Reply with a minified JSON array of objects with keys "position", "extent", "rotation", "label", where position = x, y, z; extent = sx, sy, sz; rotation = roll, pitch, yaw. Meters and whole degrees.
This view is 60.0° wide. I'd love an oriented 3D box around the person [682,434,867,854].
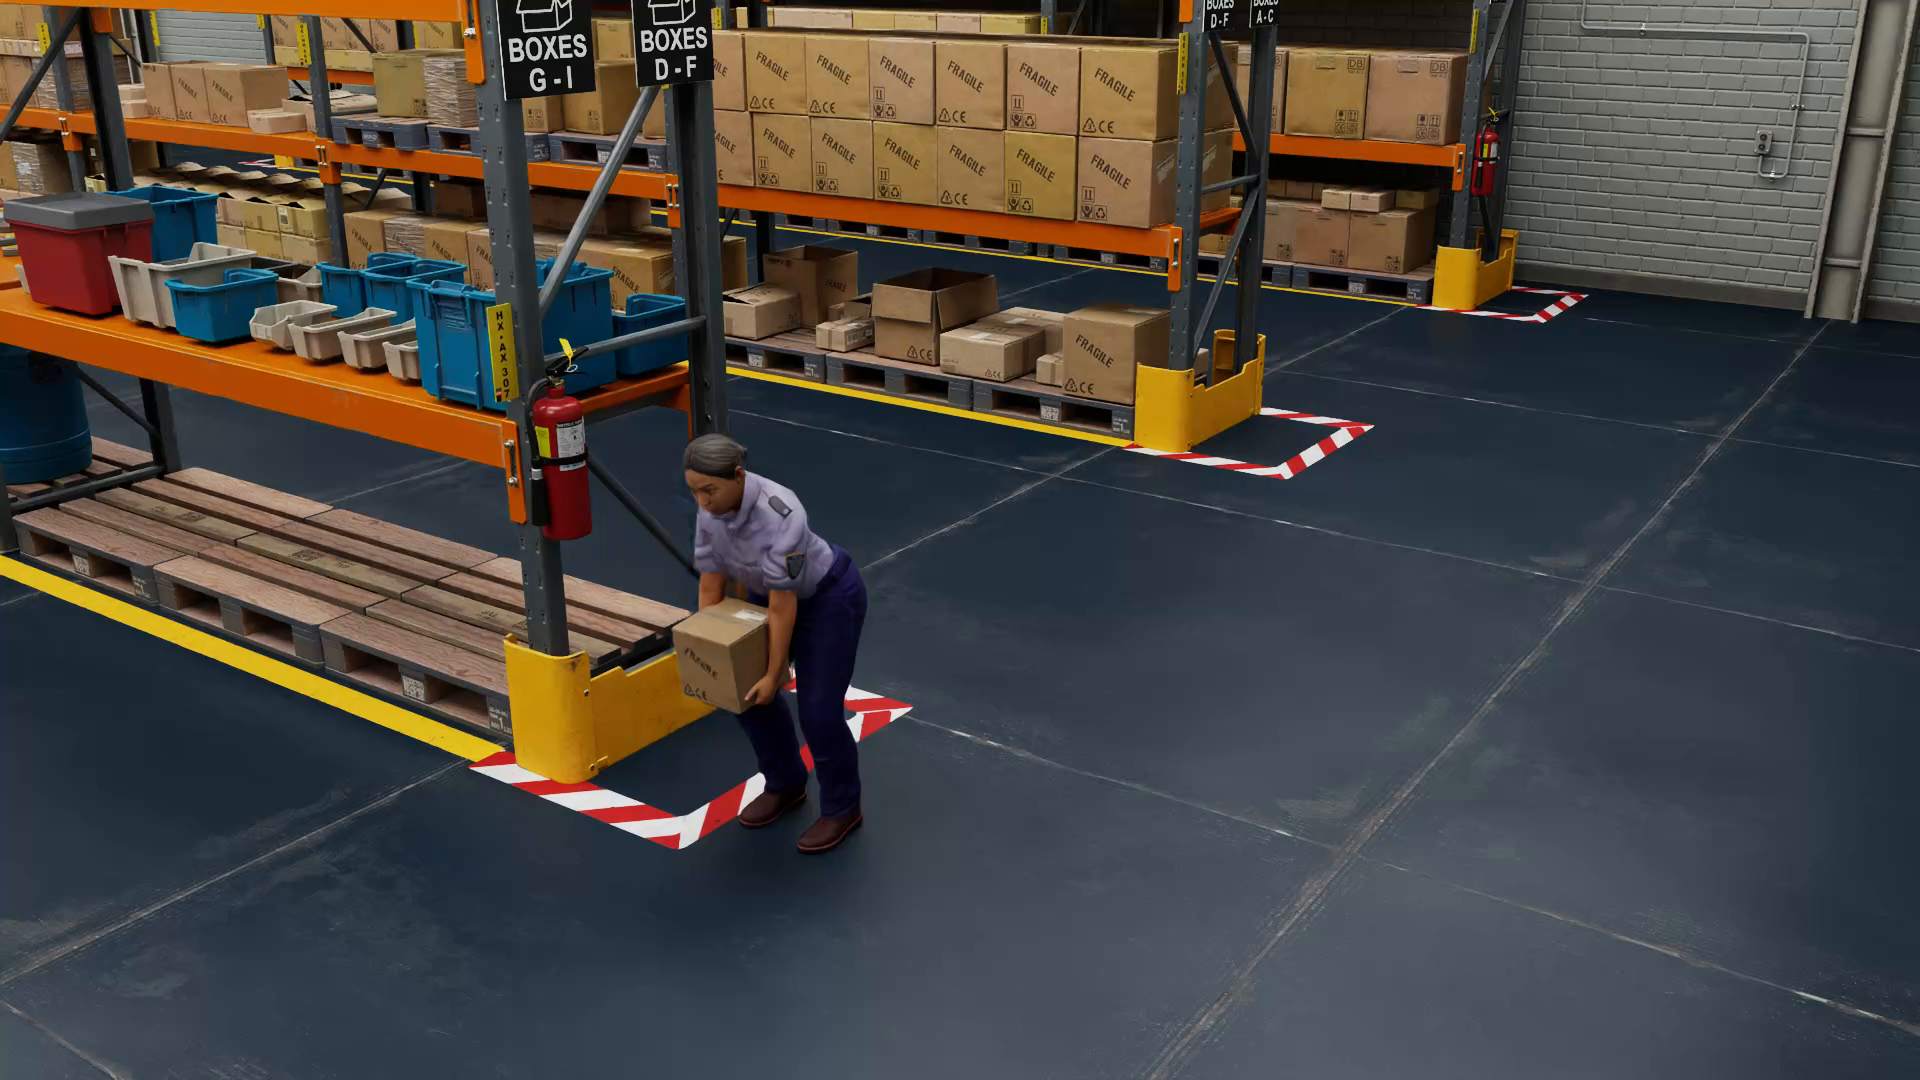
[{"position":[-0.618,0.318,5.454],"extent":[0.441,1.497,0.675],"rotation":[14,24,34],"label":"person"}]
